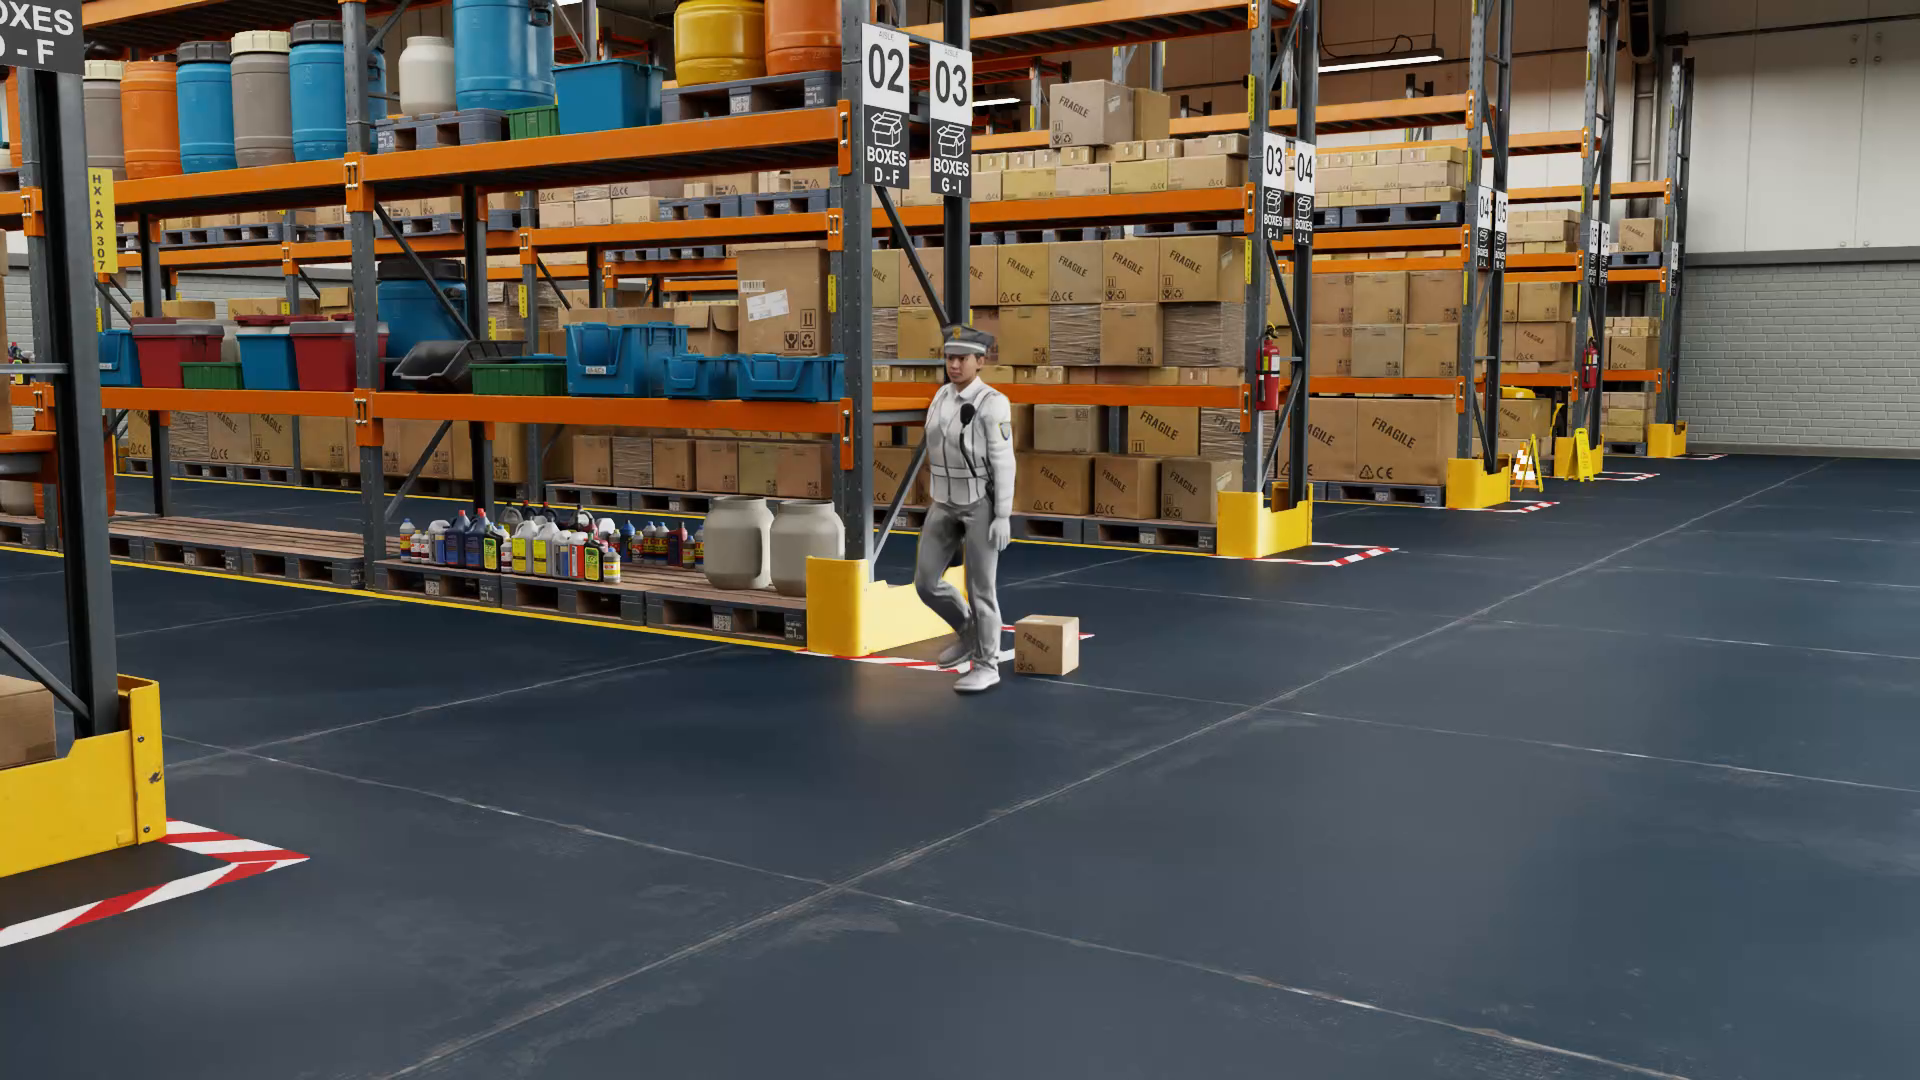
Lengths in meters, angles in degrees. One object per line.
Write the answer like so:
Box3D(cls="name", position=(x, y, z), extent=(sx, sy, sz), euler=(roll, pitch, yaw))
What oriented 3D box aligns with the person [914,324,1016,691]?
Box3D(cls="person", position=(0.057, -0.141, 7.593), extent=(0.517, 1.668, 0.461), euler=(5, 8, 40))
